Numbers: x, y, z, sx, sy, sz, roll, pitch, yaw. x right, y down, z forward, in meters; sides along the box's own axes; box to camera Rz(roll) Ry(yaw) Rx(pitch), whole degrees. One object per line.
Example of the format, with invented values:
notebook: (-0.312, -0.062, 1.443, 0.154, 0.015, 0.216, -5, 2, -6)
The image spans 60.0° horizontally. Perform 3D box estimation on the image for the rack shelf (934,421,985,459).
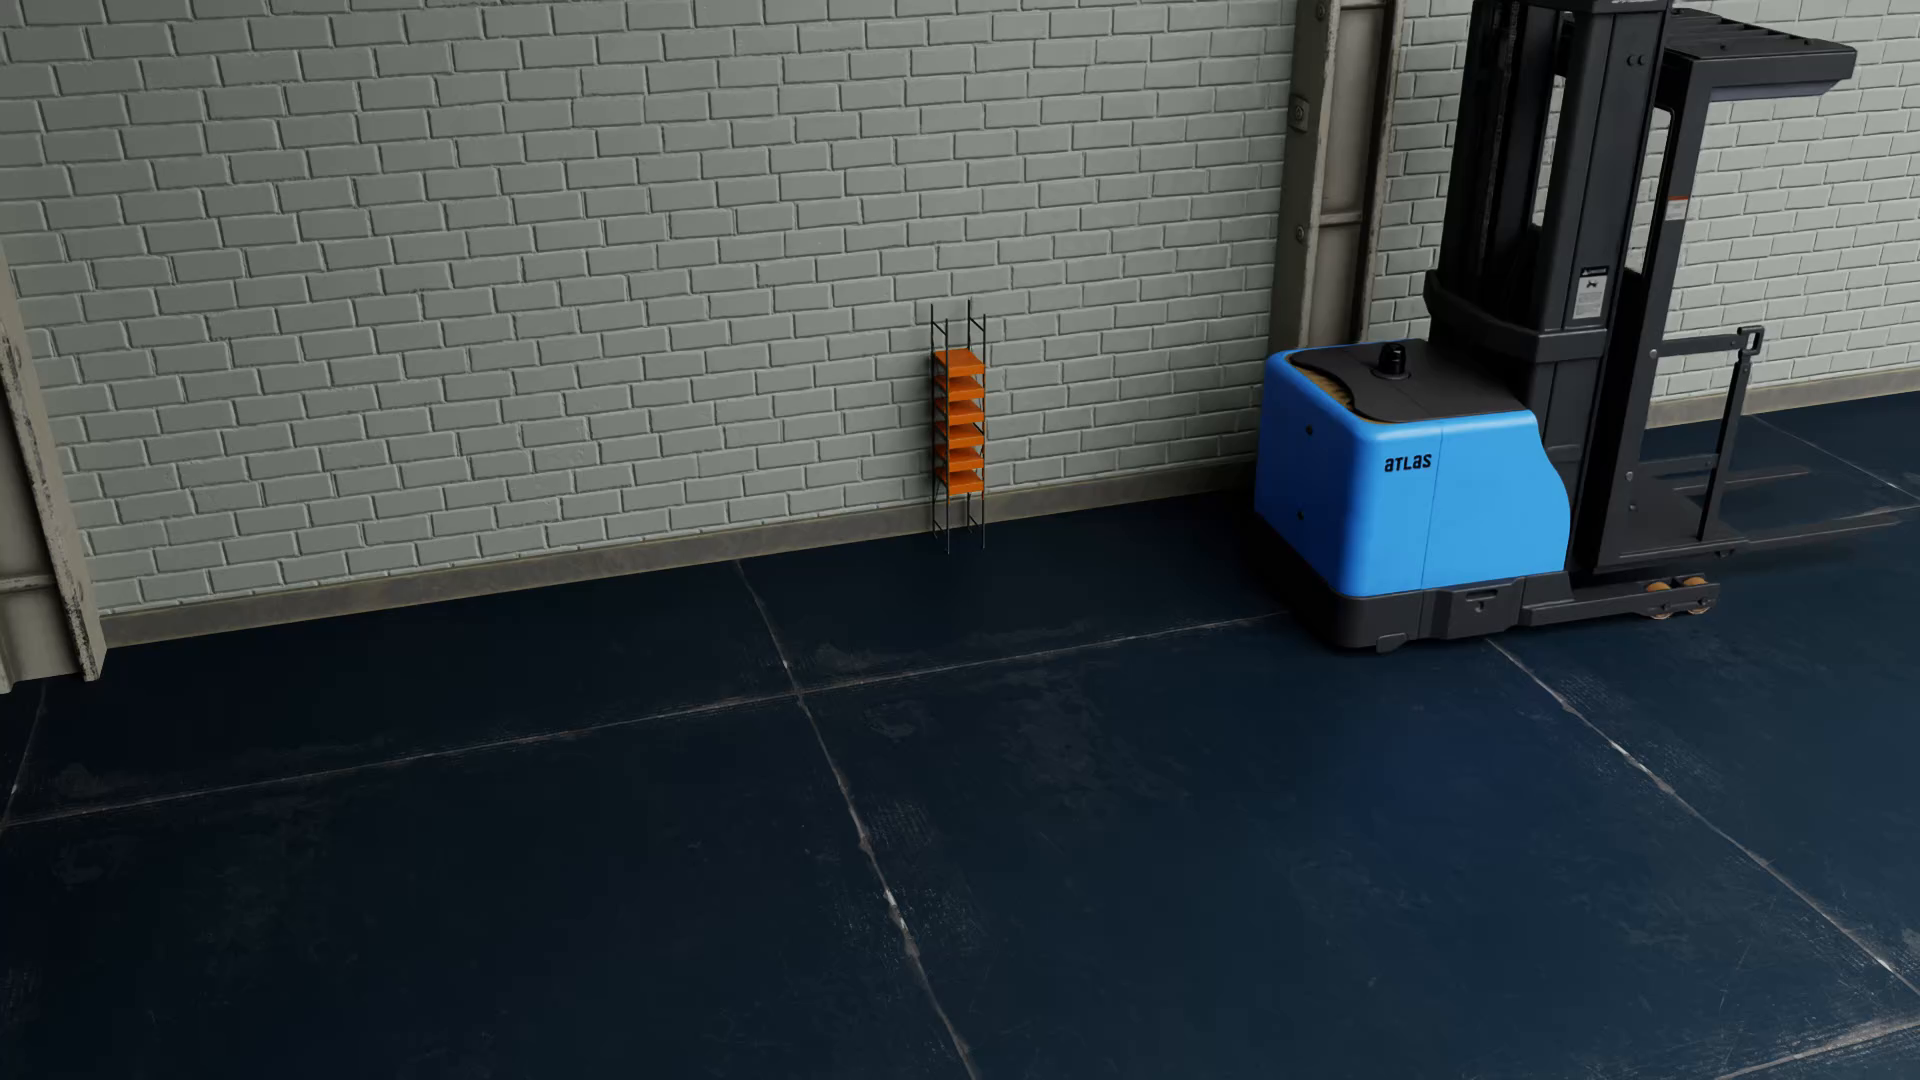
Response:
rack shelf: (-0.009, -0.492, 7.992, 0.180, 0.103, 0.258, -9, 28, -17)

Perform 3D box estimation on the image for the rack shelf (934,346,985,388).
rack shelf: (-0.009, -0.814, 7.832, 0.180, 0.103, 0.258, -9, 28, -17)

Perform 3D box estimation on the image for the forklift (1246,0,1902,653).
forklift: (2.947, -1.172, 7.315, 3.031, 2.935, 1.130, -7, 27, -13)

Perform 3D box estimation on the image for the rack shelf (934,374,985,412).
rack shelf: (-0.009, -0.707, 7.885, 0.180, 0.103, 0.258, -9, 28, -17)

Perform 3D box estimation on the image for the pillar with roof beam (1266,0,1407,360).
pillar with roof beam: (3.145, -2.483, 3.131, 0.400, 9.000, 9.100, -8, 28, -16)

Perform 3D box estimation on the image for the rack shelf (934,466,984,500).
rack shelf: (-0.009, -0.277, 8.098, 0.180, 0.103, 0.258, -9, 28, -17)

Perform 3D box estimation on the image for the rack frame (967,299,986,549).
rack frame: (0.078, -0.545, 7.999, 0.006, 1.200, 0.240, -9, 28, -17)

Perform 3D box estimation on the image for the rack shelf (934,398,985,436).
rack shelf: (-0.009, -0.599, 7.938, 0.180, 0.103, 0.258, -9, 28, -17)

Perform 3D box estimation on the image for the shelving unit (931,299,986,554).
shelving unit: (-0.009, -0.532, 7.972, 0.189, 1.200, 0.258, -9, 28, -17)

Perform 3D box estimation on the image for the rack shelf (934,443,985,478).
rack shelf: (-0.009, -0.385, 8.045, 0.180, 0.103, 0.258, -9, 28, -17)

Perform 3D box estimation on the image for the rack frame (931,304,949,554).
rack frame: (-0.095, -0.518, 7.945, 0.006, 1.200, 0.240, -9, 28, -17)

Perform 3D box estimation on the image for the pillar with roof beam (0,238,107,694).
pillar with roof beam: (-2.560, -1.656, 1.467, 0.400, 9.000, 9.100, -8, 28, -16)
